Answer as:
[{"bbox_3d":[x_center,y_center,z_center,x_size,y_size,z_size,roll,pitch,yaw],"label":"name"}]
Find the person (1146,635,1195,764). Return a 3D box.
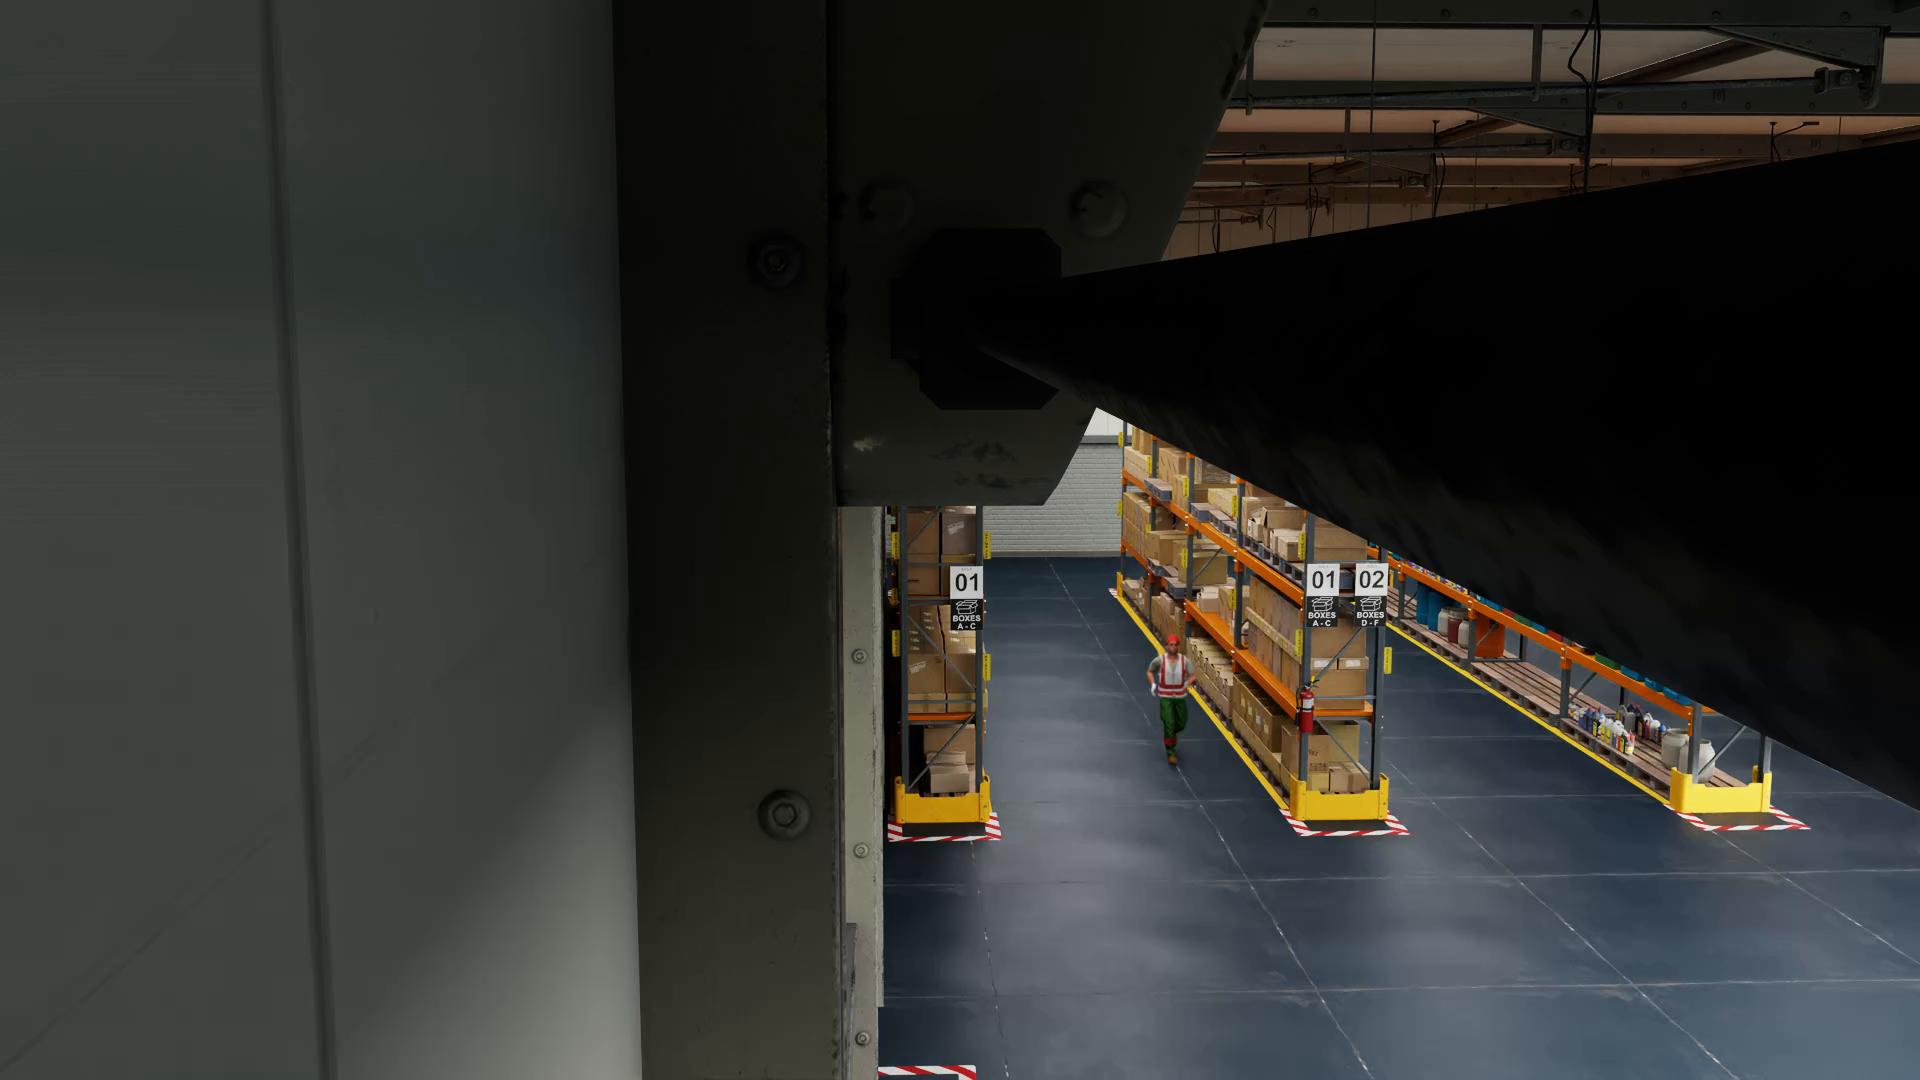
[{"bbox_3d":[2.963,2.198,23.299,0.669,1.760,0.868,0,8,-3],"label":"person"}]
